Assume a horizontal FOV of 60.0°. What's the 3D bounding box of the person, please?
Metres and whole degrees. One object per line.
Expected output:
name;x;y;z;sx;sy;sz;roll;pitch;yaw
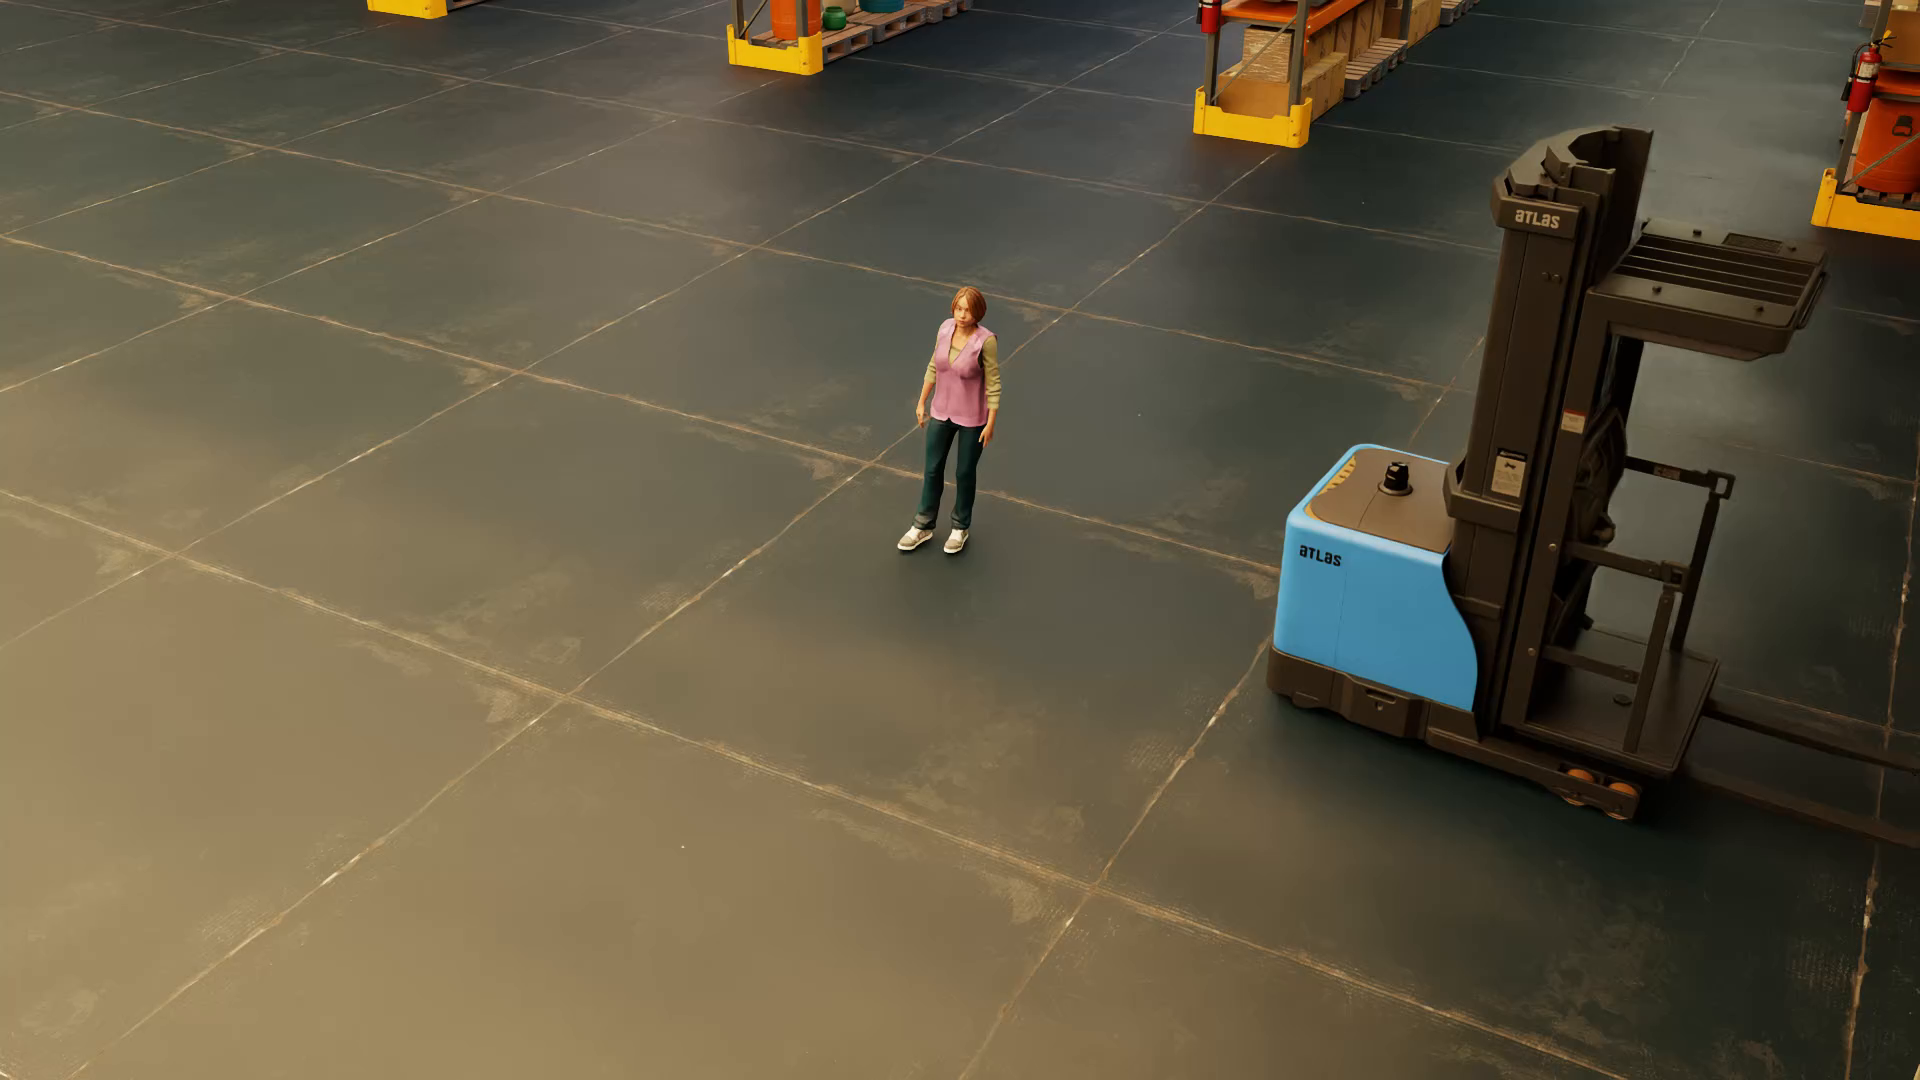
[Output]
person;-0.048;-0.662;9.553;0.521;1.584;0.473;15;33;25

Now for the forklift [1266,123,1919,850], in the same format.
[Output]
forklift;3.101;-0.272;7.542;3.031;2.935;1.130;17;34;27
